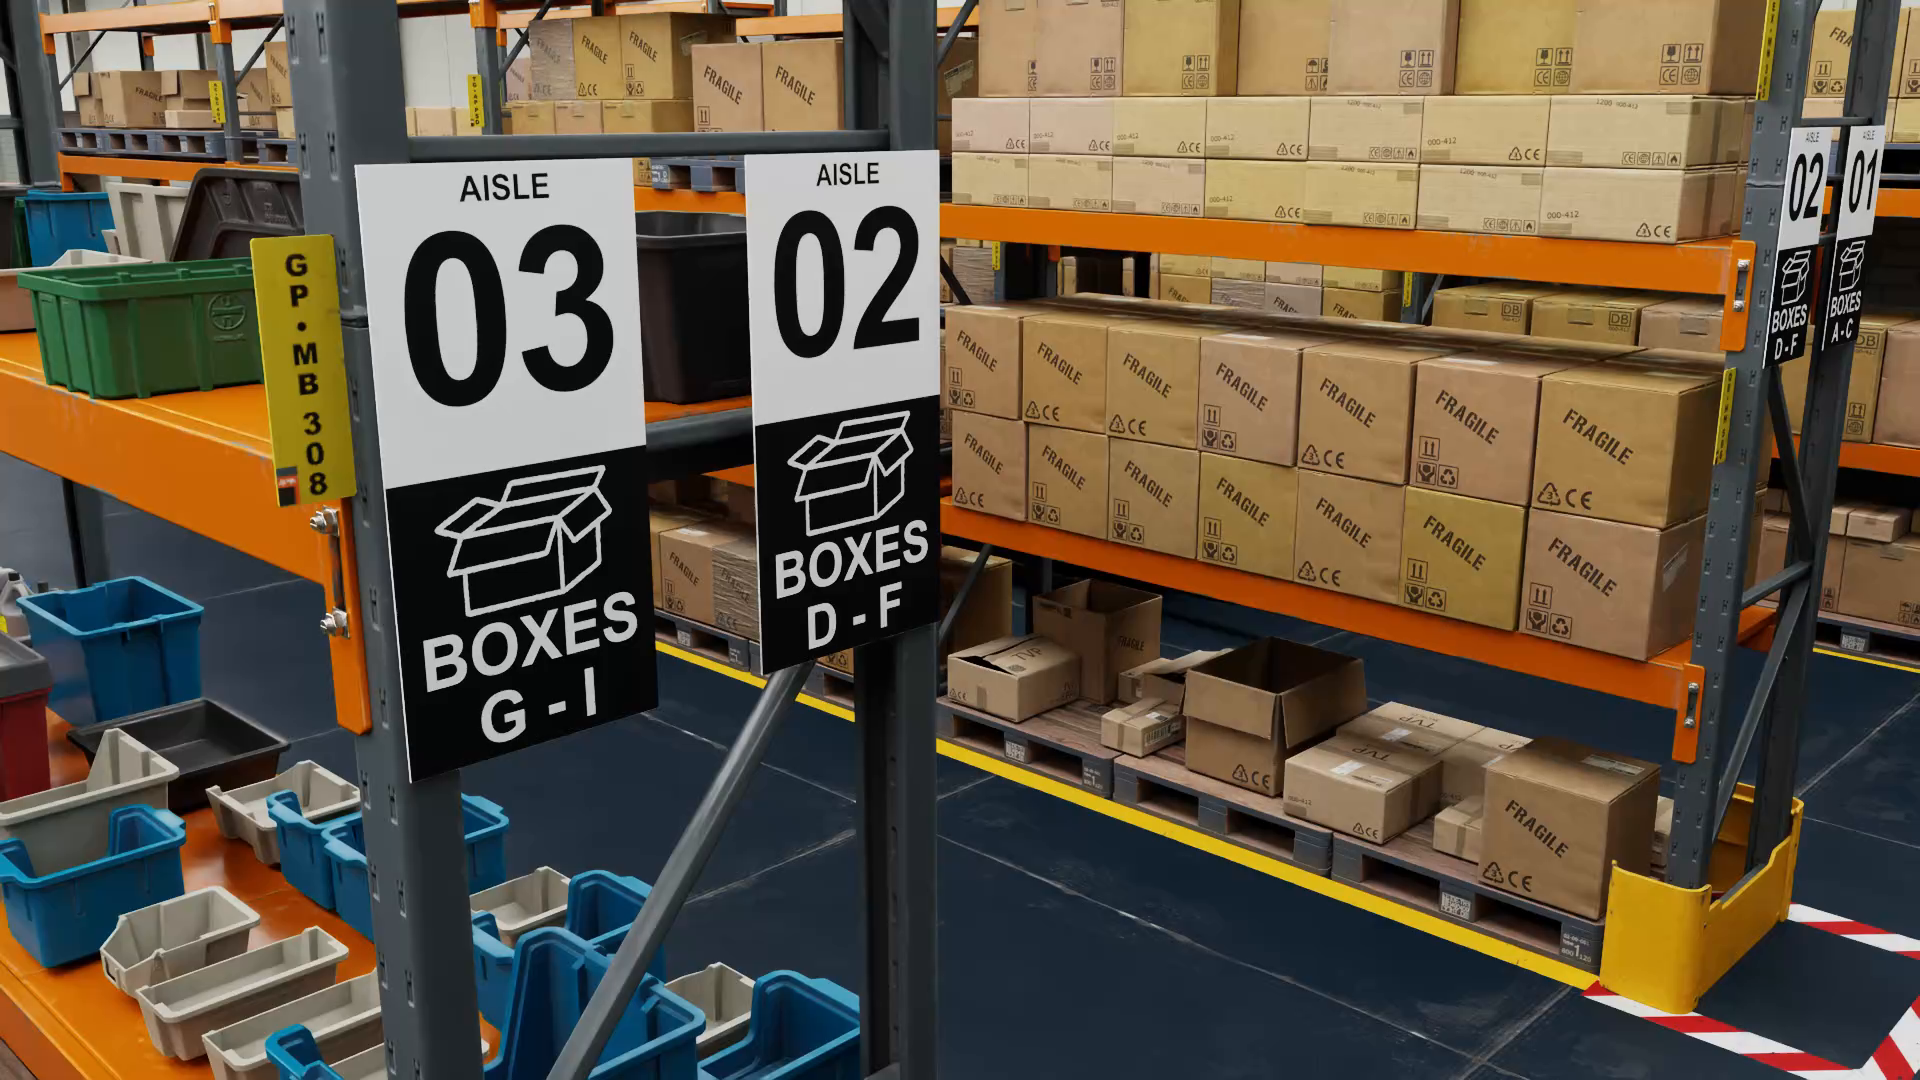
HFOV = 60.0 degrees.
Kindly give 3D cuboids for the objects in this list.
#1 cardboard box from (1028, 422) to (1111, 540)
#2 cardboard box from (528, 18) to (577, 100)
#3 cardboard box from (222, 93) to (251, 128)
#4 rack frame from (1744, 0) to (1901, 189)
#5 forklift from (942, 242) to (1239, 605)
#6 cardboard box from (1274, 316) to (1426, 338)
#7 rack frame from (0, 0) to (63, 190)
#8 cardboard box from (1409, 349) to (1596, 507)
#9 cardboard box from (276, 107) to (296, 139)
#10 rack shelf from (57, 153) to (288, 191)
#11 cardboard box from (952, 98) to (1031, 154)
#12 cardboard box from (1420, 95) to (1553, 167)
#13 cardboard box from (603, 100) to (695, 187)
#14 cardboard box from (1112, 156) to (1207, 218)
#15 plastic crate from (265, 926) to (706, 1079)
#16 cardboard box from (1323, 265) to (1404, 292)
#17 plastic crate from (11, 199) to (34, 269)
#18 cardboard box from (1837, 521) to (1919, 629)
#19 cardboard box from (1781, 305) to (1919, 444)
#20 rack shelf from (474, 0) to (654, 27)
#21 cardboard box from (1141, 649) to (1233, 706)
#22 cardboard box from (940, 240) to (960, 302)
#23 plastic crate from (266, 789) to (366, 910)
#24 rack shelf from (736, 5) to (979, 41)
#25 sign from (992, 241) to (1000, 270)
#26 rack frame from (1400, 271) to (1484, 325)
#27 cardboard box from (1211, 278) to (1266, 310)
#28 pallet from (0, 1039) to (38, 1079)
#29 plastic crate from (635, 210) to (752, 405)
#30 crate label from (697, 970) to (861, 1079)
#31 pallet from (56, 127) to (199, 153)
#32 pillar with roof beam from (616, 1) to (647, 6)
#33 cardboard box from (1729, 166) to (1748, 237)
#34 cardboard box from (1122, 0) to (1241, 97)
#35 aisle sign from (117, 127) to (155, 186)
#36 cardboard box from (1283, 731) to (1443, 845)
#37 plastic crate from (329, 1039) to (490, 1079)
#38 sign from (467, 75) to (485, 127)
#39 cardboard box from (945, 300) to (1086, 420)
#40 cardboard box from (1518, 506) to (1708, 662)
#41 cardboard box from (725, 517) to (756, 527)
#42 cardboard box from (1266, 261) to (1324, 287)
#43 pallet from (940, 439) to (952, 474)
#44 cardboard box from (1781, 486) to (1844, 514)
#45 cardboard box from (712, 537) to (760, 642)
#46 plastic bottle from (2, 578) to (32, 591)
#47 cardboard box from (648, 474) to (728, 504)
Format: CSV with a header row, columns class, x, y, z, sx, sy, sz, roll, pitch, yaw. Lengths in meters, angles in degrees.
class,x,y,z,sx,sy,sz,roll,pitch,yaw
cardboard box,0.681,-0.327,8.038,0.500,0.500,0.500,14,20,43
cardboard box,-2.438,-3.112,10.797,0.500,0.500,0.500,14,20,42
cardboard box,-6.195,-3.816,14.745,0.500,0.311,0.500,12,19,39
rack frame,3.012,-2.709,5.481,0.127,3.000,1.000,14,20,42
forklift,1.092,-1.114,11.395,1.130,2.935,3.031,-14,20,-42
cardboard box,1.771,-0.731,7.607,0.500,0.500,0.500,13,20,42
rack frame,-3.309,-2.510,4.720,0.127,3.000,1.000,14,20,42
cardboard box,2.136,-0.454,6.545,0.500,0.500,0.500,-14,20,-43
cardboard box,-5.190,-3.379,13.465,0.500,0.250,0.500,-12,19,-38
rack shelf,-7.067,-3.359,15.354,4.000,0.370,1.077,14,20,42
cardboard box,0.310,-1.996,8.002,0.500,0.250,0.500,14,20,42
cardboard box,2.105,-1.558,6.318,0.500,0.250,0.500,14,20,42
cardboard box,-1.668,-2.455,10.259,0.500,0.500,0.910,14,20,42
cardboard box,1.027,-1.579,7.391,0.500,0.250,0.500,14,20,42
plastic crate,-0.800,1.022,2.872,0.499,0.435,0.616,14,20,42
cardboard box,3.054,-2.006,12.366,0.500,0.250,0.500,-14,20,-43
plastic crate,-2.794,-0.937,5.051,0.662,0.188,0.450,14,20,42
cardboard box,5.874,0.196,10.354,0.500,0.500,0.700,14,20,42
cardboard box,5.542,-1.063,10.470,0.700,0.700,0.980,13,20,42
rack shelf,-1.308,-3.217,9.652,4.000,0.370,1.077,14,20,42
cardboard box,1.279,0.762,8.519,0.500,0.311,0.500,14,20,42
cardboard box,-0.078,-2.540,15.661,0.500,0.500,0.700,11,18,37
plastic crate,-1.542,0.759,4.284,0.300,0.233,0.416,14,20,42
rack shelf,-0.751,-4.817,15.792,4.000,0.370,1.077,14,20,42
sign,0.318,-2.527,14.544,0.005,0.325,0.100,14,20,42
rack frame,3.568,-1.406,12.378,0.127,3.000,1.000,14,20,42
cardboard box,2.331,-1.820,13.139,0.500,0.500,0.500,14,20,42
pallet,-2.752,1.864,5.361,1.213,0.211,1.003,14,20,42
plastic crate,-0.513,-0.414,2.881,0.590,0.269,0.497,14,20,42
crate label,-0.378,1.042,3.198,0.303,0.233,0.416,14,20,42
pallet,-8.015,-3.886,16.124,1.213,0.211,1.003,14,20,42
pillar with roof beam,-6.955,-5.662,16.815,0.400,9.000,9.100,14,20,42
cardboard box,2.818,-1.321,6.400,0.500,0.250,0.500,14,20,42
cardboard box,1.134,-2.212,7.341,0.500,0.500,0.700,14,20,42
aisle sign,-8.350,-3.929,16.905,0.004,0.787,0.394,14,20,42
cardboard box,1.786,1.090,7.381,0.500,0.250,0.500,14,20,42
plastic crate,-1.142,1.081,3.237,0.243,0.136,0.396,14,20,42
sign,-3.139,-2.847,10.776,0.005,0.325,0.100,14,20,42
cardboard box,0.276,-0.905,8.273,0.500,0.500,0.500,-14,20,-43
cardboard box,2.500,0.117,6.336,0.500,0.500,0.500,-14,20,-42
cardboard box,-1.157,0.093,10.710,0.500,0.500,0.500,13,19,40
cardboard box,2.693,-2.097,12.716,0.500,0.250,0.500,-14,20,-43
pallet,-0.367,-0.573,9.561,1.213,0.211,1.003,14,20,42
cardboard box,5.558,-0.264,10.835,0.250,0.149,0.380,14,20,43
cardboard box,-1.133,0.281,9.991,0.500,0.500,0.500,14,20,43
plastic bottle,-3.538,0.256,6.256,0.097,0.271,0.097,0,15,0
cardboard box,-1.868,-0.442,11.277,0.500,0.250,0.500,-14,20,-42
